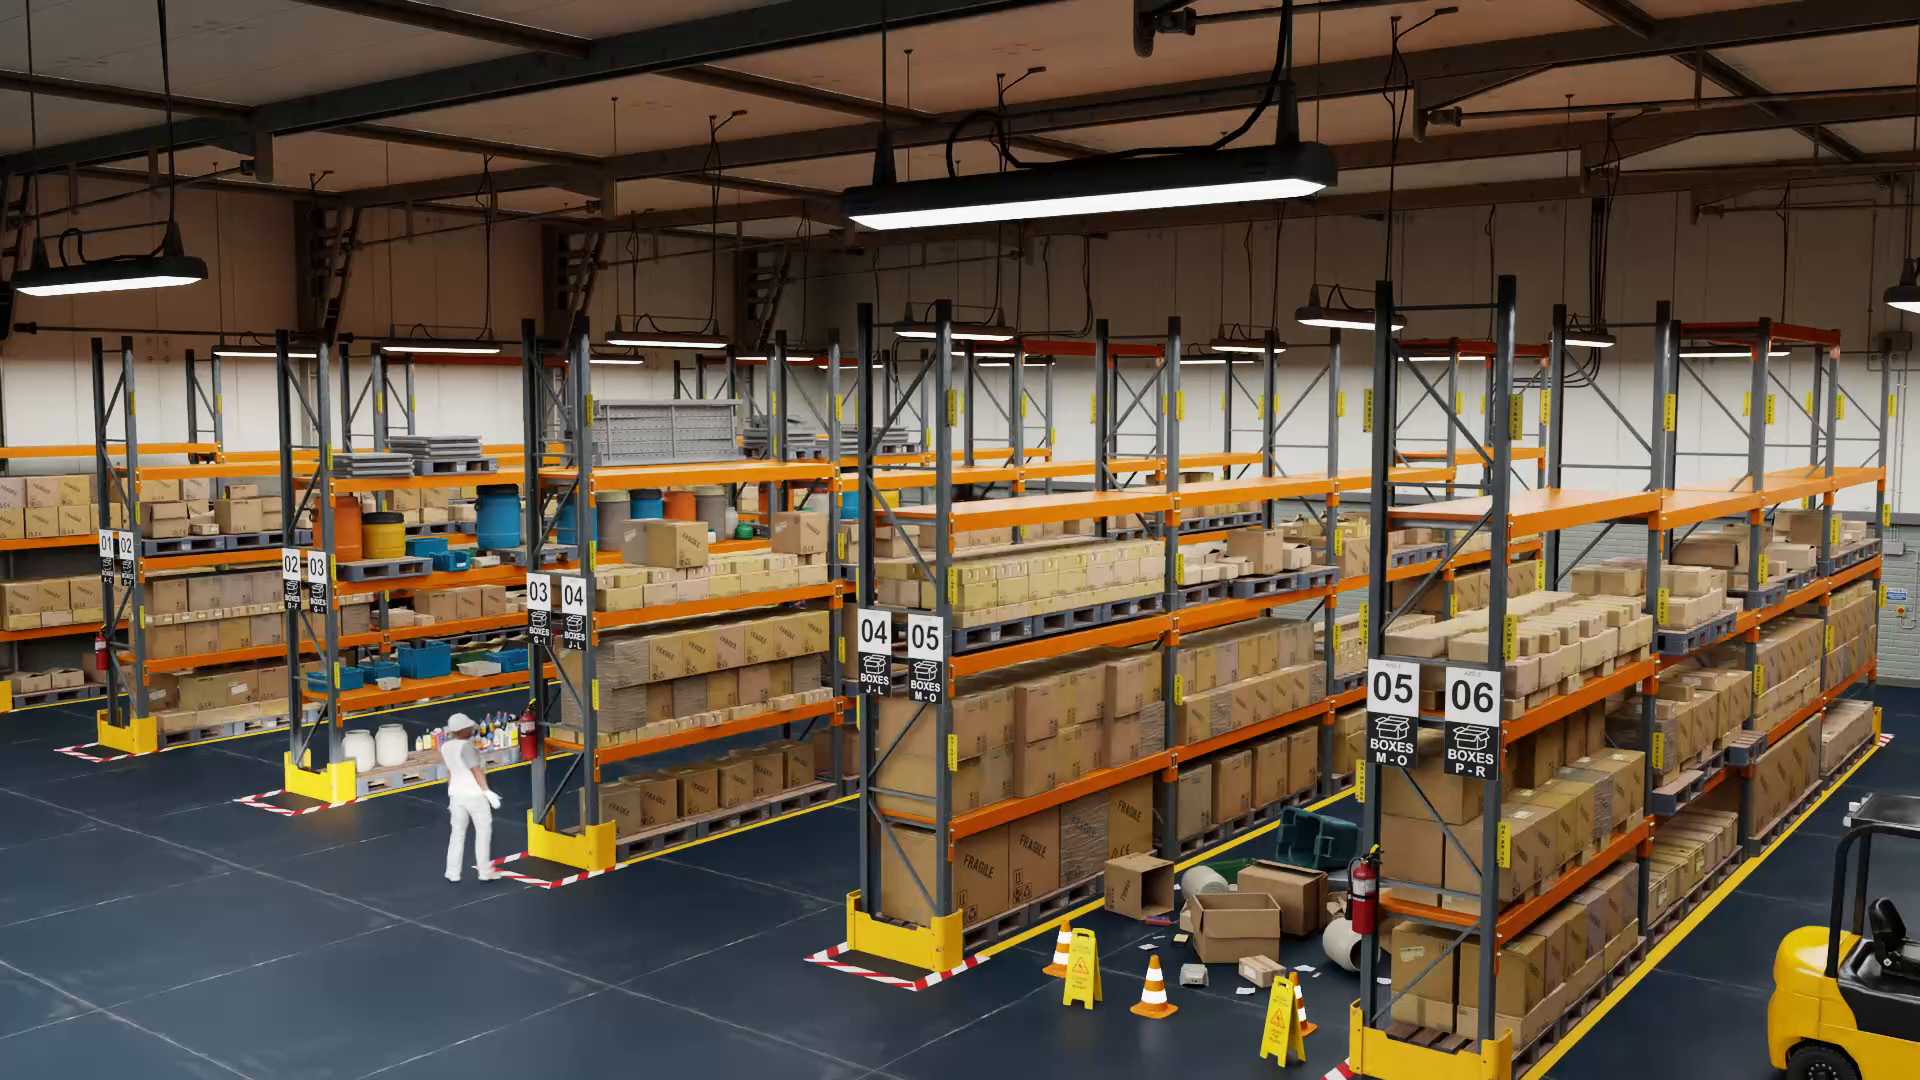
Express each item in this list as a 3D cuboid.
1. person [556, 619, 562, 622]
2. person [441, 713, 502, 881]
[{"bbox_3d":[-8.213,1.309,34.803,0.579,1.643,0.933,2,6,27],"label":"person"},{"bbox_3d":[-5.156,2.729,17.657,0.760,1.794,0.481,3,6,33],"label":"person"}]
